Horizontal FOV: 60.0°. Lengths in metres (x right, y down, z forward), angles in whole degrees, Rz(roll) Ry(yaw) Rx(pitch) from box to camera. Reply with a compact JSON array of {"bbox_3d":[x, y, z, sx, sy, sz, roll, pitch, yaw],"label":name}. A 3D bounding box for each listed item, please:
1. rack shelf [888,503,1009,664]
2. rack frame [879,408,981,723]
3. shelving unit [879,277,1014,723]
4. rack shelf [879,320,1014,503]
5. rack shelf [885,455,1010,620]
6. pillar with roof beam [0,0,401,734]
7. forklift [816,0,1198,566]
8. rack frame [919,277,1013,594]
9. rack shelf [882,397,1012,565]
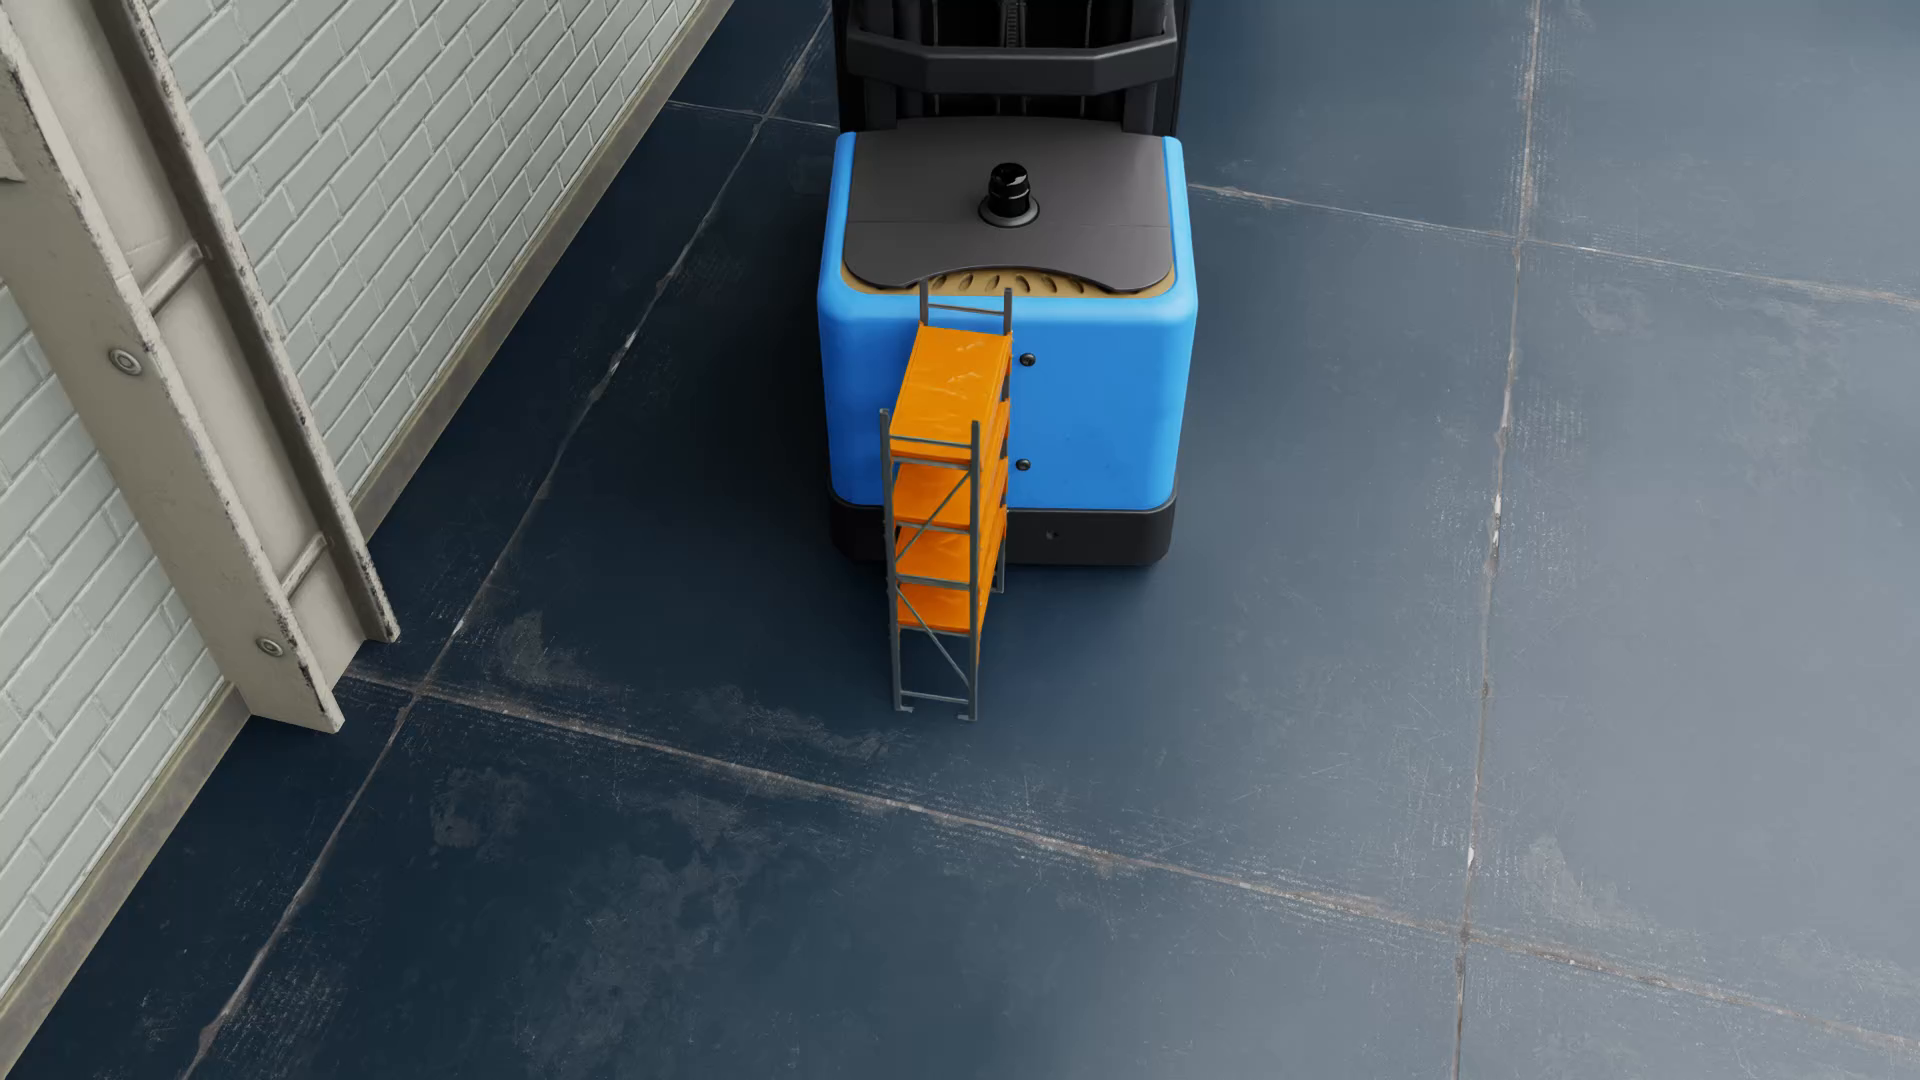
[{"bbox_3d":[-0.028,0.103,4.713,0.258,0.148,0.480,8,49,7],"label":"rack shelf"},{"bbox_3d":[-0.071,0.107,4.355,0.240,1.200,0.015,8,49,7],"label":"rack frame"},{"bbox_3d":[-0.028,-0.073,4.514,0.258,1.200,0.503,8,49,7],"label":"shelving unit"},{"bbox_3d":[-0.028,-0.333,4.219,0.258,0.148,0.480,8,49,7],"label":"rack shelf"},{"bbox_3d":[-0.028,-0.028,4.564,0.258,0.148,0.480,8,49,7],"label":"rack shelf"},{"bbox_3d":[2.270,-1.747,0.790,9.100,9.000,0.400,12,50,10],"label":"pillar with roof beam"},{"bbox_3d":[0.161,-1.985,5.047,1.130,2.935,3.031,1,49,1],"label":"forklift"},{"bbox_3d":[0.015,-0.253,4.673,0.240,1.200,0.015,8,49,7],"label":"rack frame"},{"bbox_3d":[-0.028,-0.176,4.397,0.258,0.148,0.480,8,49,7],"label":"rack shelf"}]
